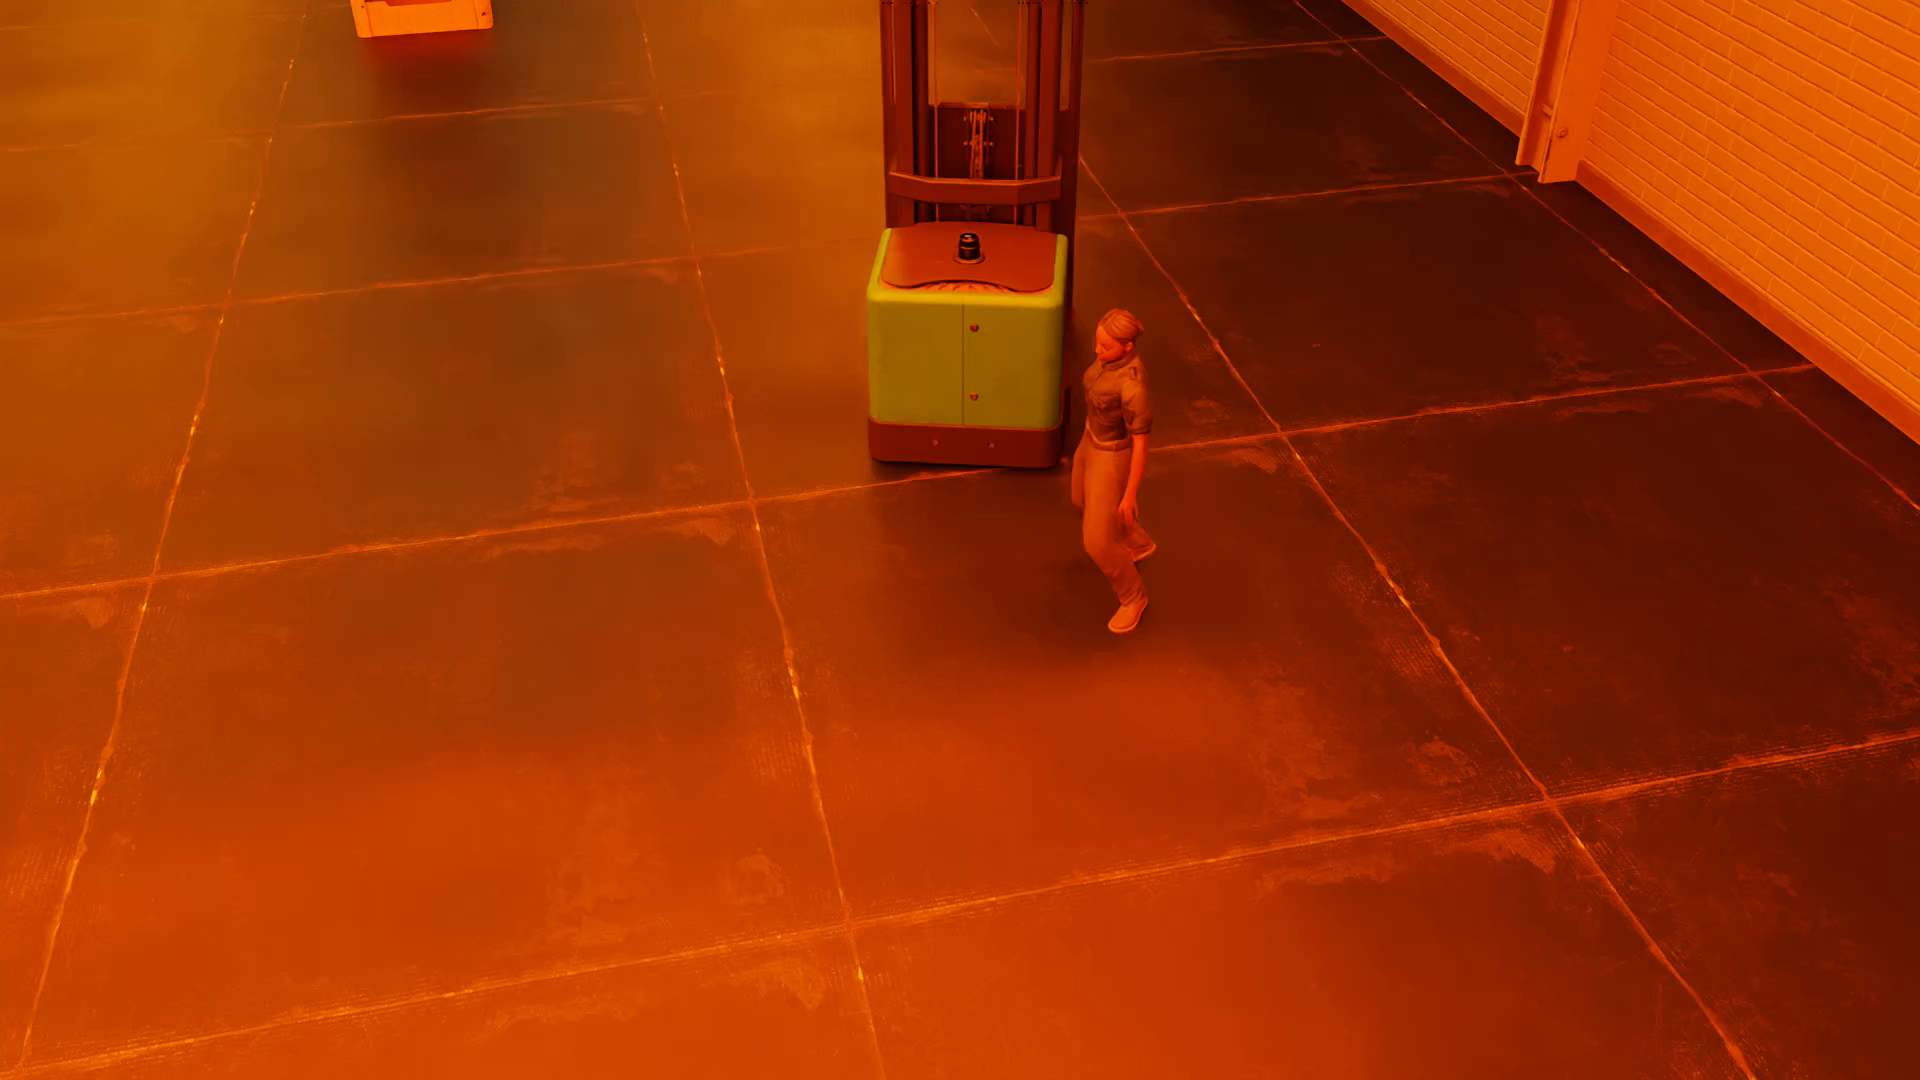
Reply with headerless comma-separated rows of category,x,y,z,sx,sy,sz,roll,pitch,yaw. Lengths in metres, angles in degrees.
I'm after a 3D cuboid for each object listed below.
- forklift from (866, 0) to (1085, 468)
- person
forklift,0.139,-2.421,9.415,1.130,2.935,3.031,3,36,4
person,0.774,-0.428,7.813,0.466,1.588,0.817,-4,36,-6
